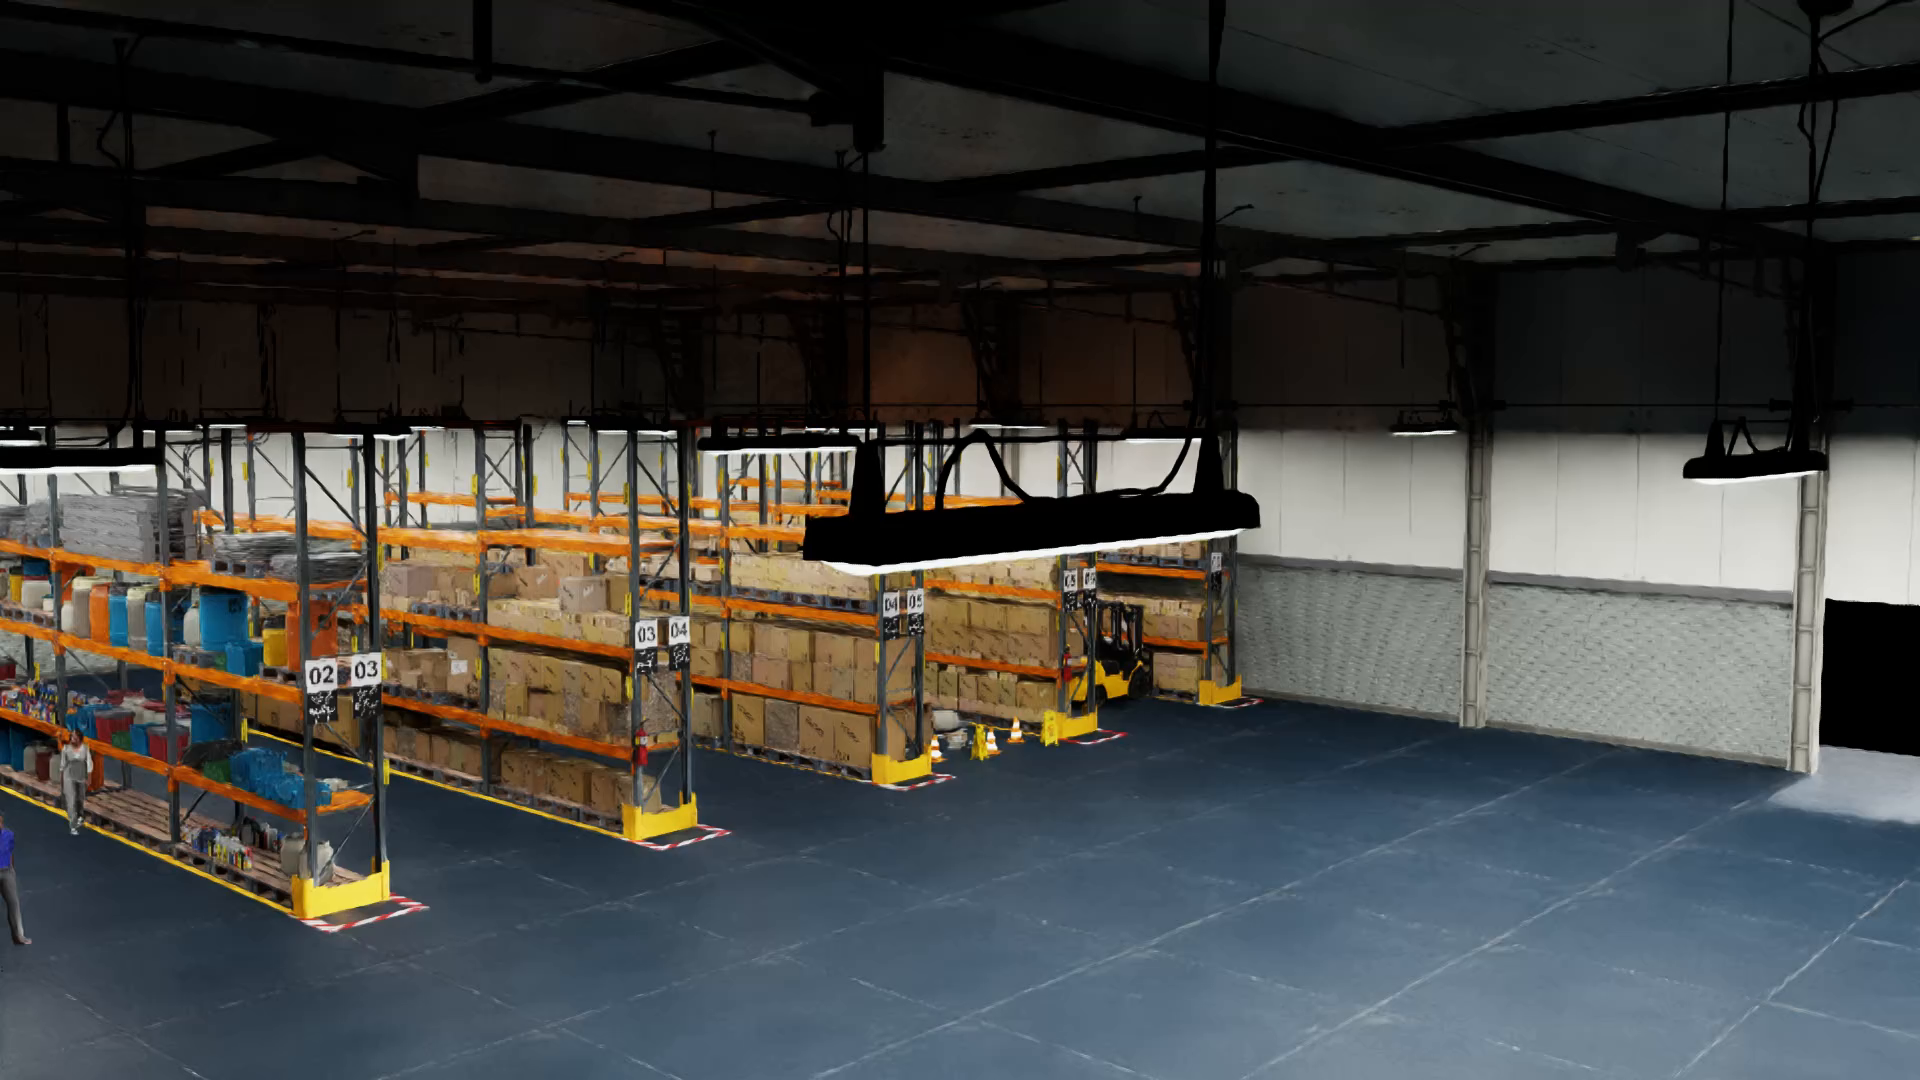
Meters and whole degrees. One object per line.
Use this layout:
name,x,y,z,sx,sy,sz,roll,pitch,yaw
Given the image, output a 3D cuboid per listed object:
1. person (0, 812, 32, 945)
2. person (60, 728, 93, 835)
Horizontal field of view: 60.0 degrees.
person,-11.291,3.942,19.473,1.088,1.560,0.447,5,7,44
person,-13.088,3.537,24.652,0.408,1.532,0.963,-4,6,-38
